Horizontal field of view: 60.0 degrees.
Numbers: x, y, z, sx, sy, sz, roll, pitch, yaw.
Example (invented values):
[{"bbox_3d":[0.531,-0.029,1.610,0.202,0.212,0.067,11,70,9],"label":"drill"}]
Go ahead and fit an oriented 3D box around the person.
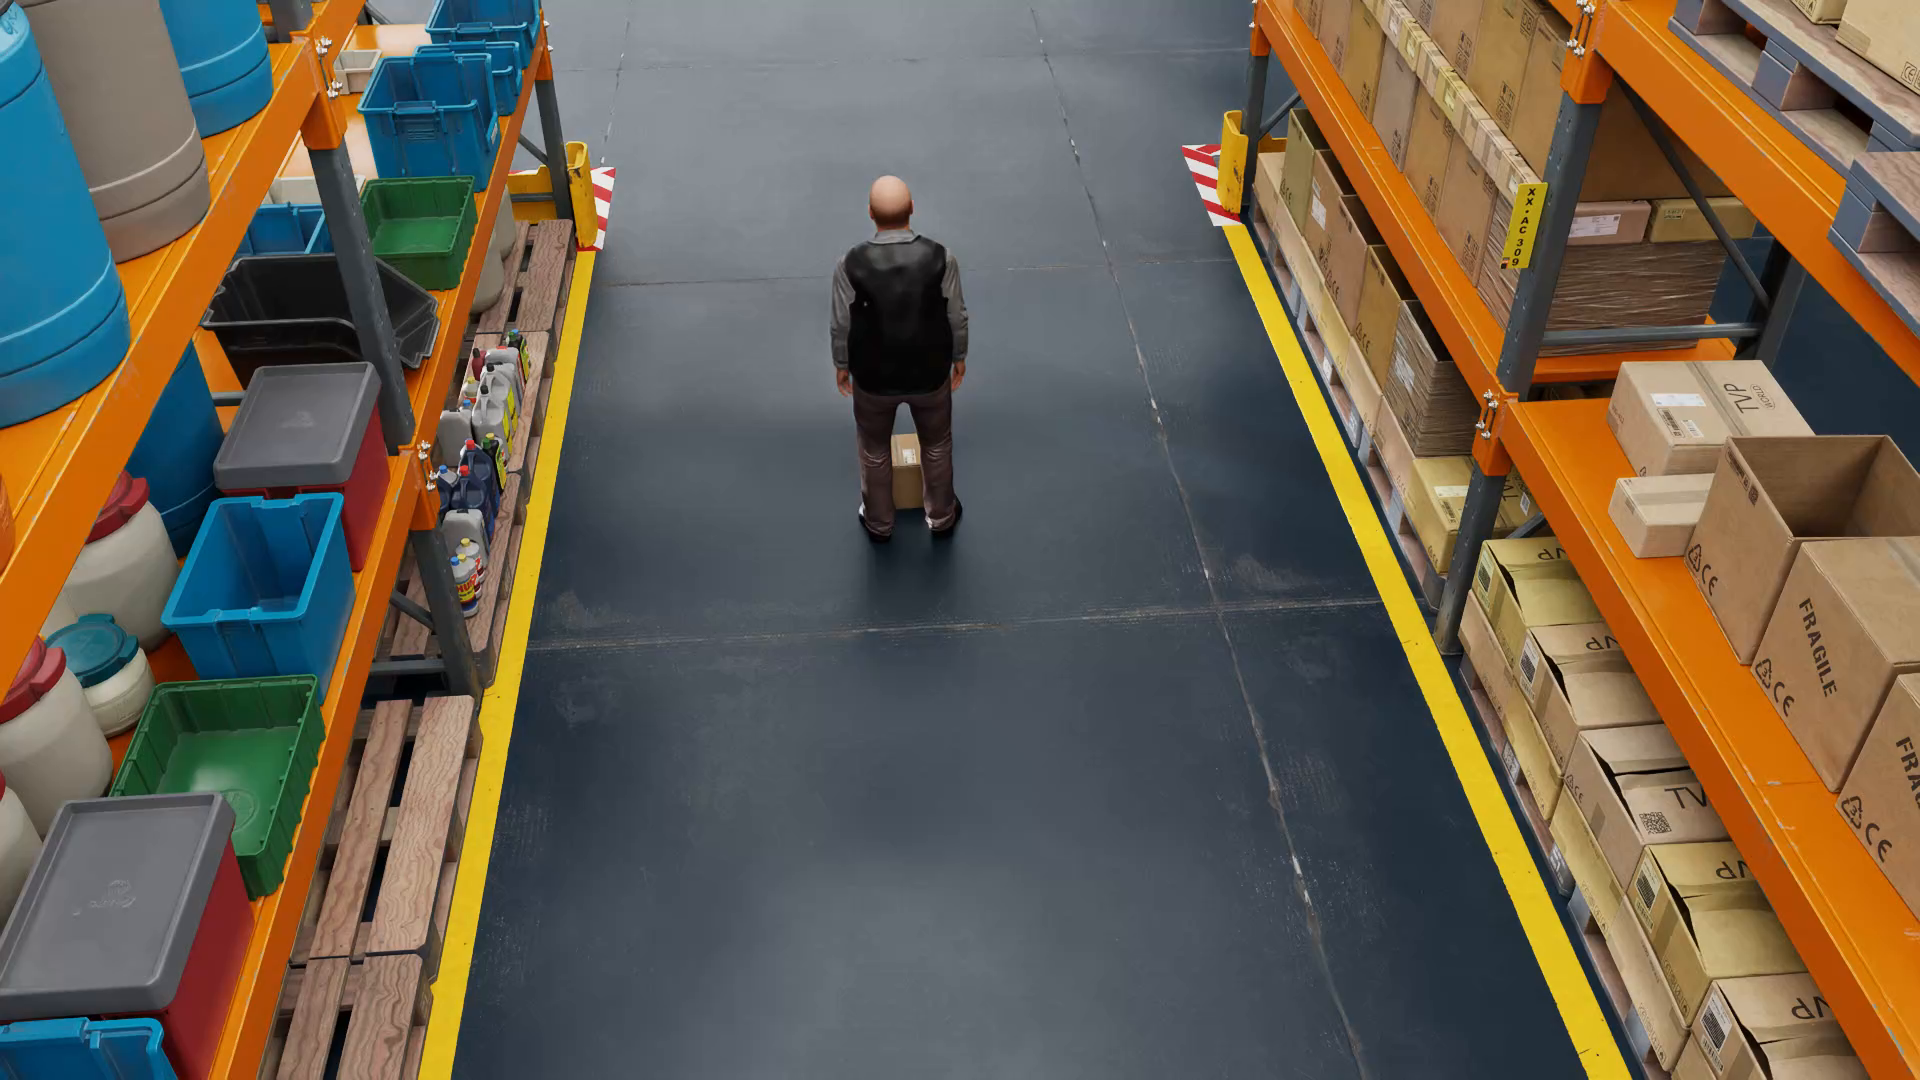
[{"bbox_3d":[-0.252,-0.712,7.058,0.579,1.720,0.420,-4,39,-5],"label":"person"}]
